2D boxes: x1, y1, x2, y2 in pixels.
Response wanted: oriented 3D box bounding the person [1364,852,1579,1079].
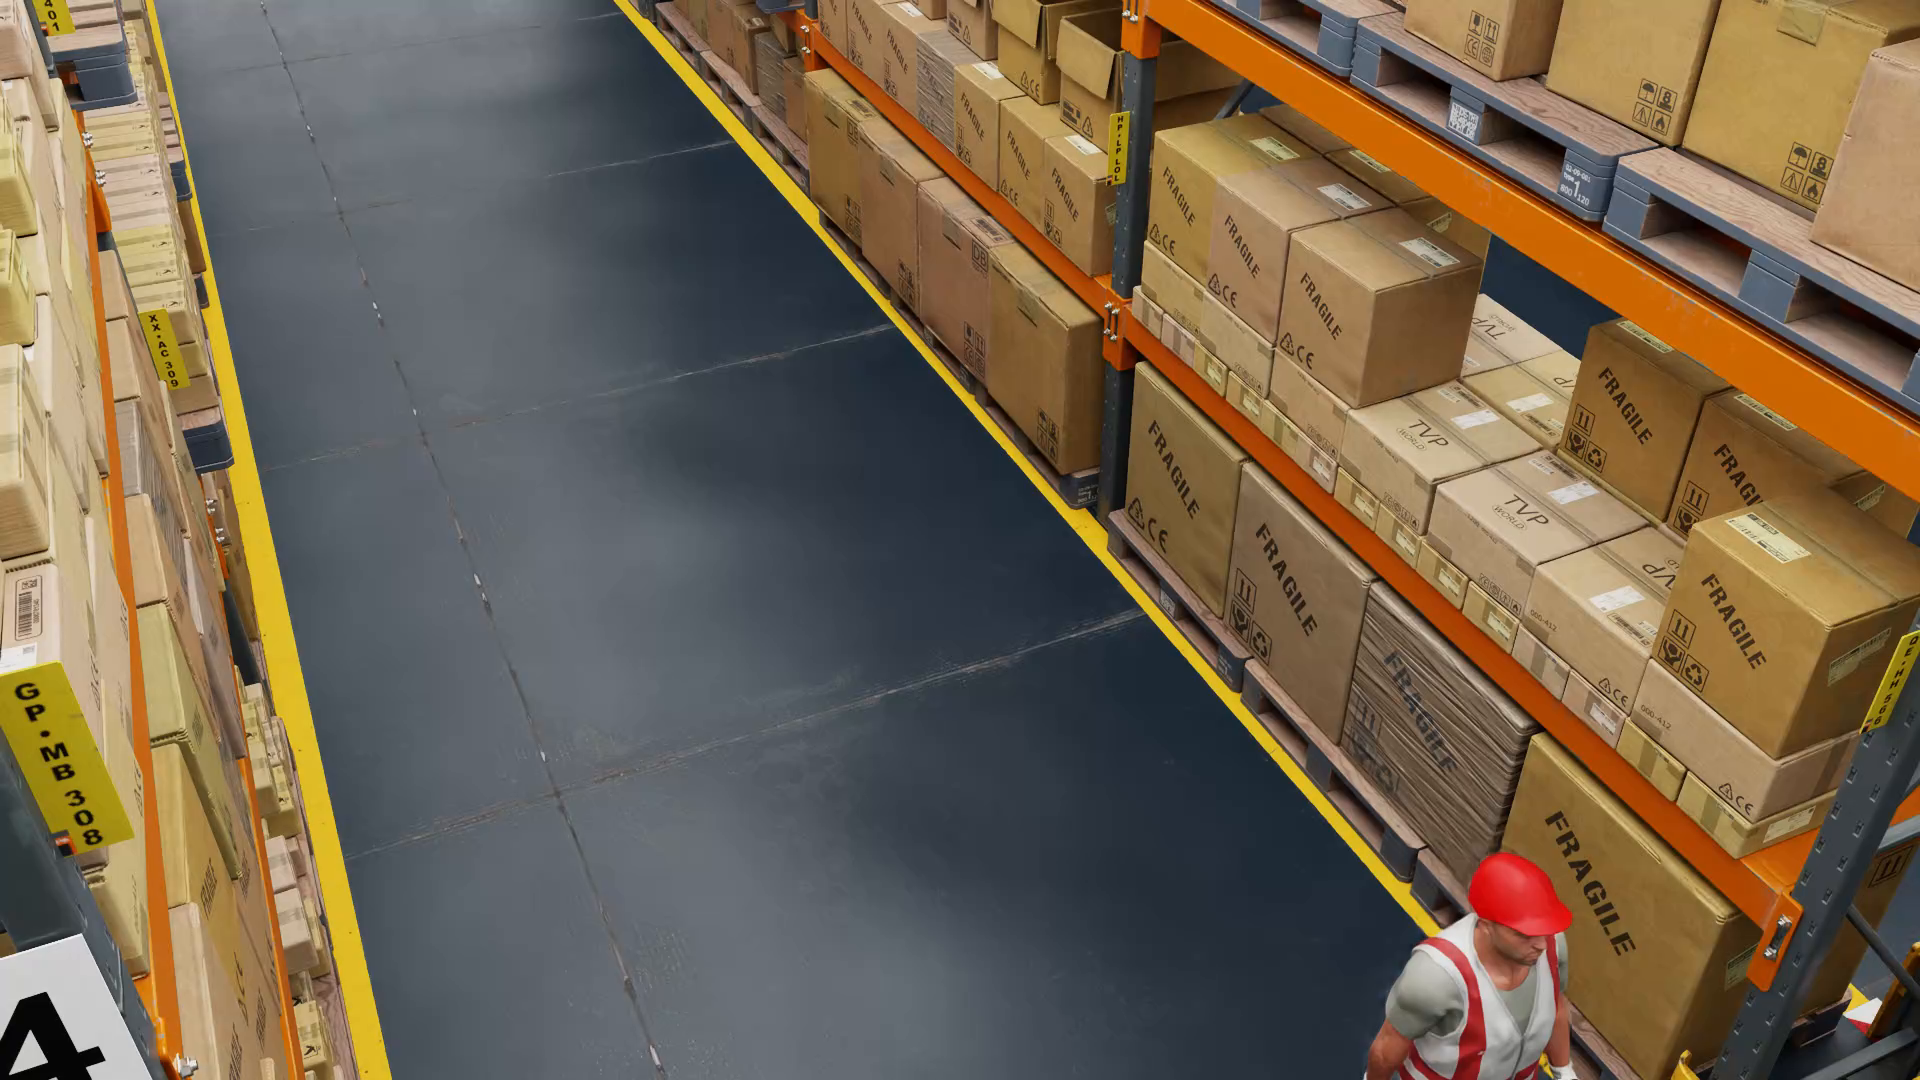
[{"bbox_3d":[1.477,1.605,4.718,0.577,1.844,0.665,-19,41,-24],"label":"person"}]
